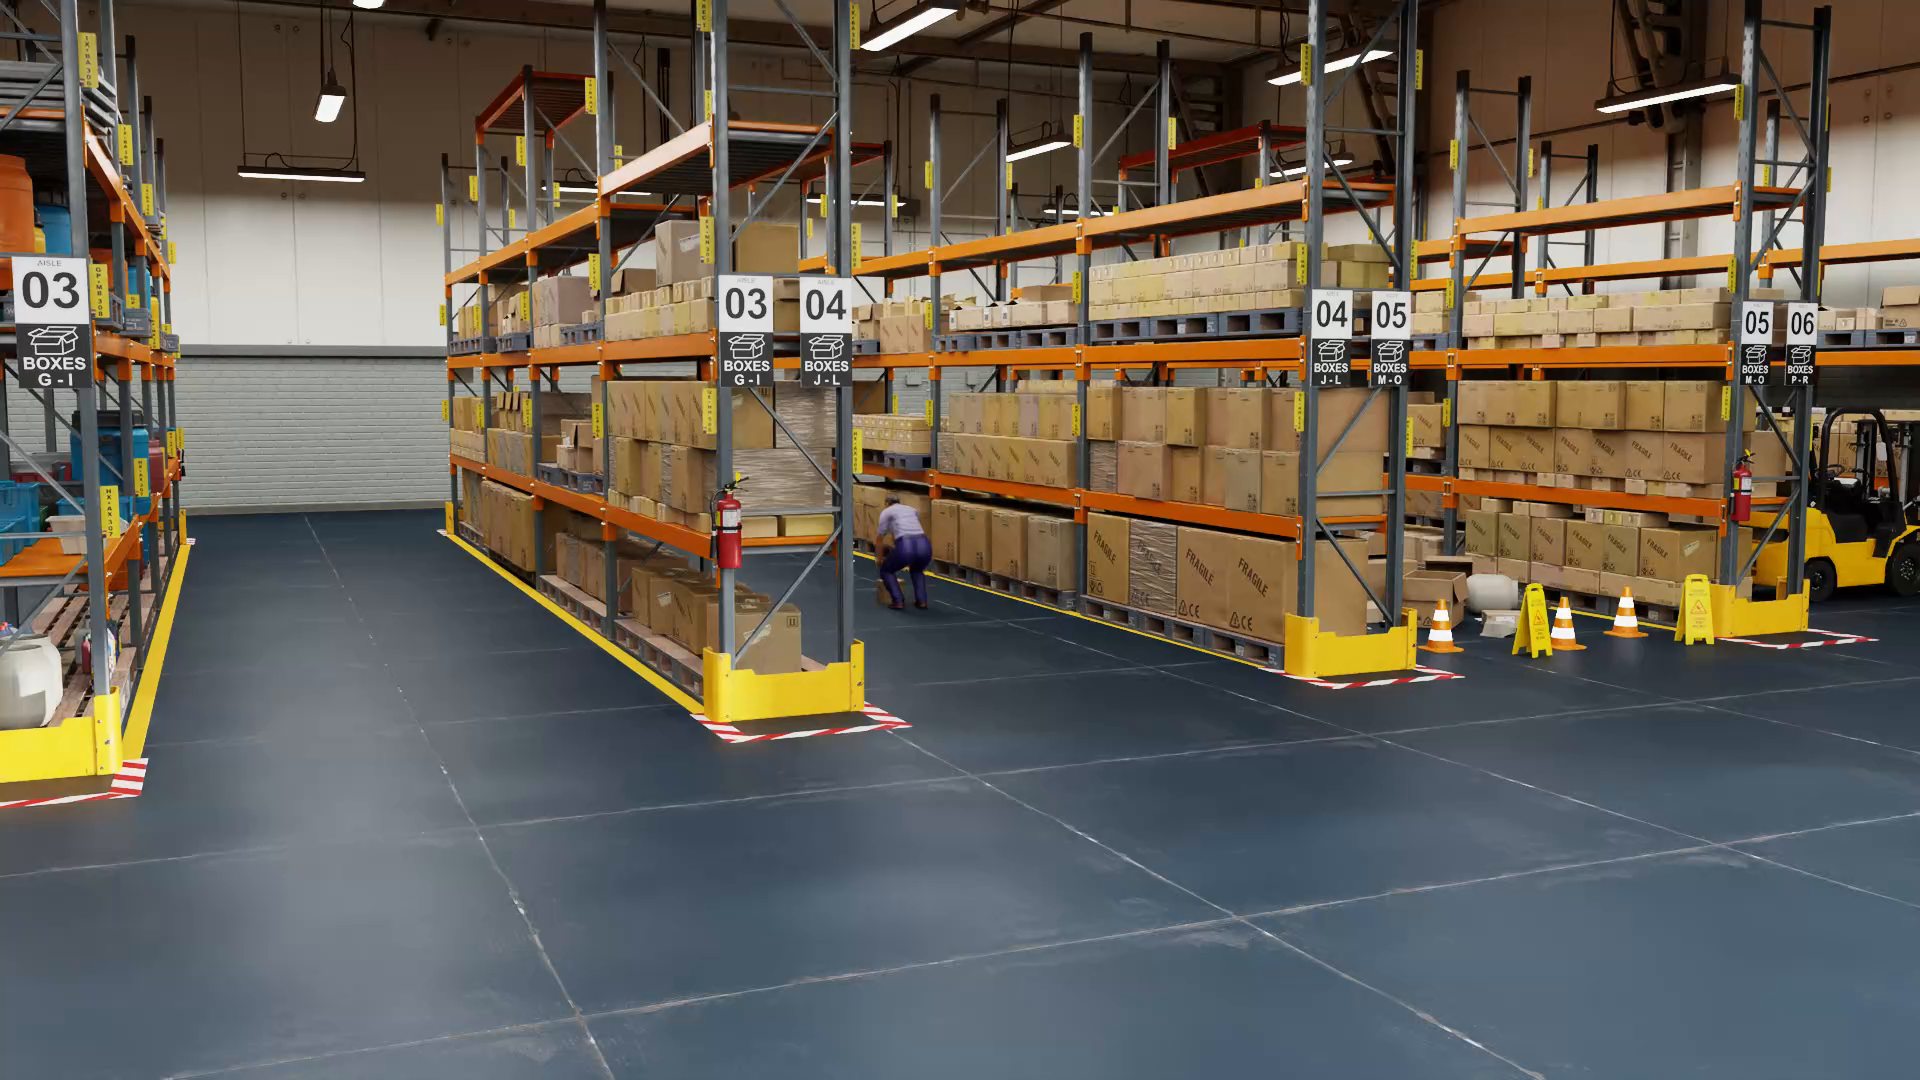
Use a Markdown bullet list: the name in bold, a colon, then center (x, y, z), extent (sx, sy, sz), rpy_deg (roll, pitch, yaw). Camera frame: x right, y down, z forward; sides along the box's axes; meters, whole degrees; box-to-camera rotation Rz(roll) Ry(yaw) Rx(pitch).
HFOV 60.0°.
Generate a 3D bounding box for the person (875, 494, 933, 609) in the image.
- **person**: center (-0.621, 0.127, 18.007), extent (0.539, 1.226, 0.731), rpy_deg (-2, 6, -24)
